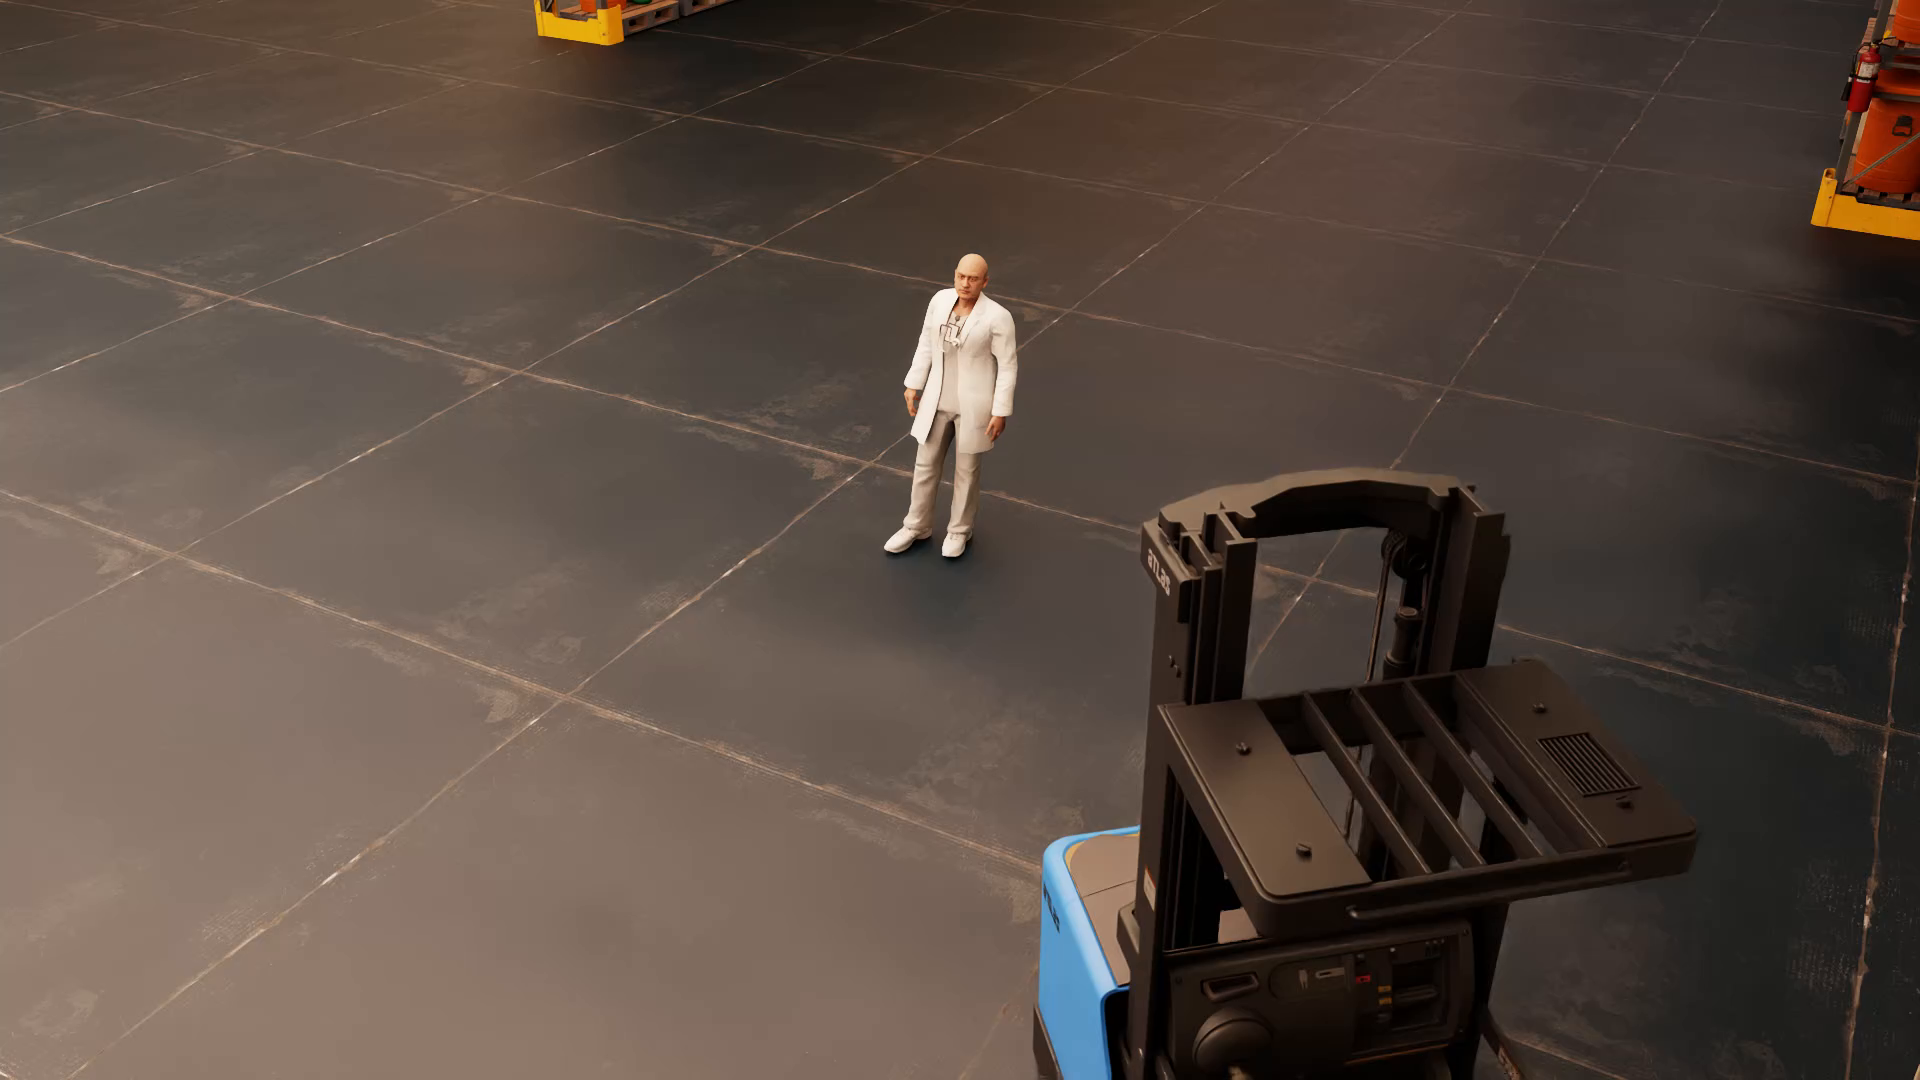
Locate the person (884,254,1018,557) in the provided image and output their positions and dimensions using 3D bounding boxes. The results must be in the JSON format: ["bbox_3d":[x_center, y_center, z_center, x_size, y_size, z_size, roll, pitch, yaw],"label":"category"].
[{"bbox_3d":[-0.048,-0.737,9.487,0.696,1.777,0.578,15,33,25],"label":"person"}]

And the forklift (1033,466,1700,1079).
[{"bbox_3d":[1.101,1.404,4.638,1.130,2.935,3.031,-6,31,-11],"label":"forklift"}]
